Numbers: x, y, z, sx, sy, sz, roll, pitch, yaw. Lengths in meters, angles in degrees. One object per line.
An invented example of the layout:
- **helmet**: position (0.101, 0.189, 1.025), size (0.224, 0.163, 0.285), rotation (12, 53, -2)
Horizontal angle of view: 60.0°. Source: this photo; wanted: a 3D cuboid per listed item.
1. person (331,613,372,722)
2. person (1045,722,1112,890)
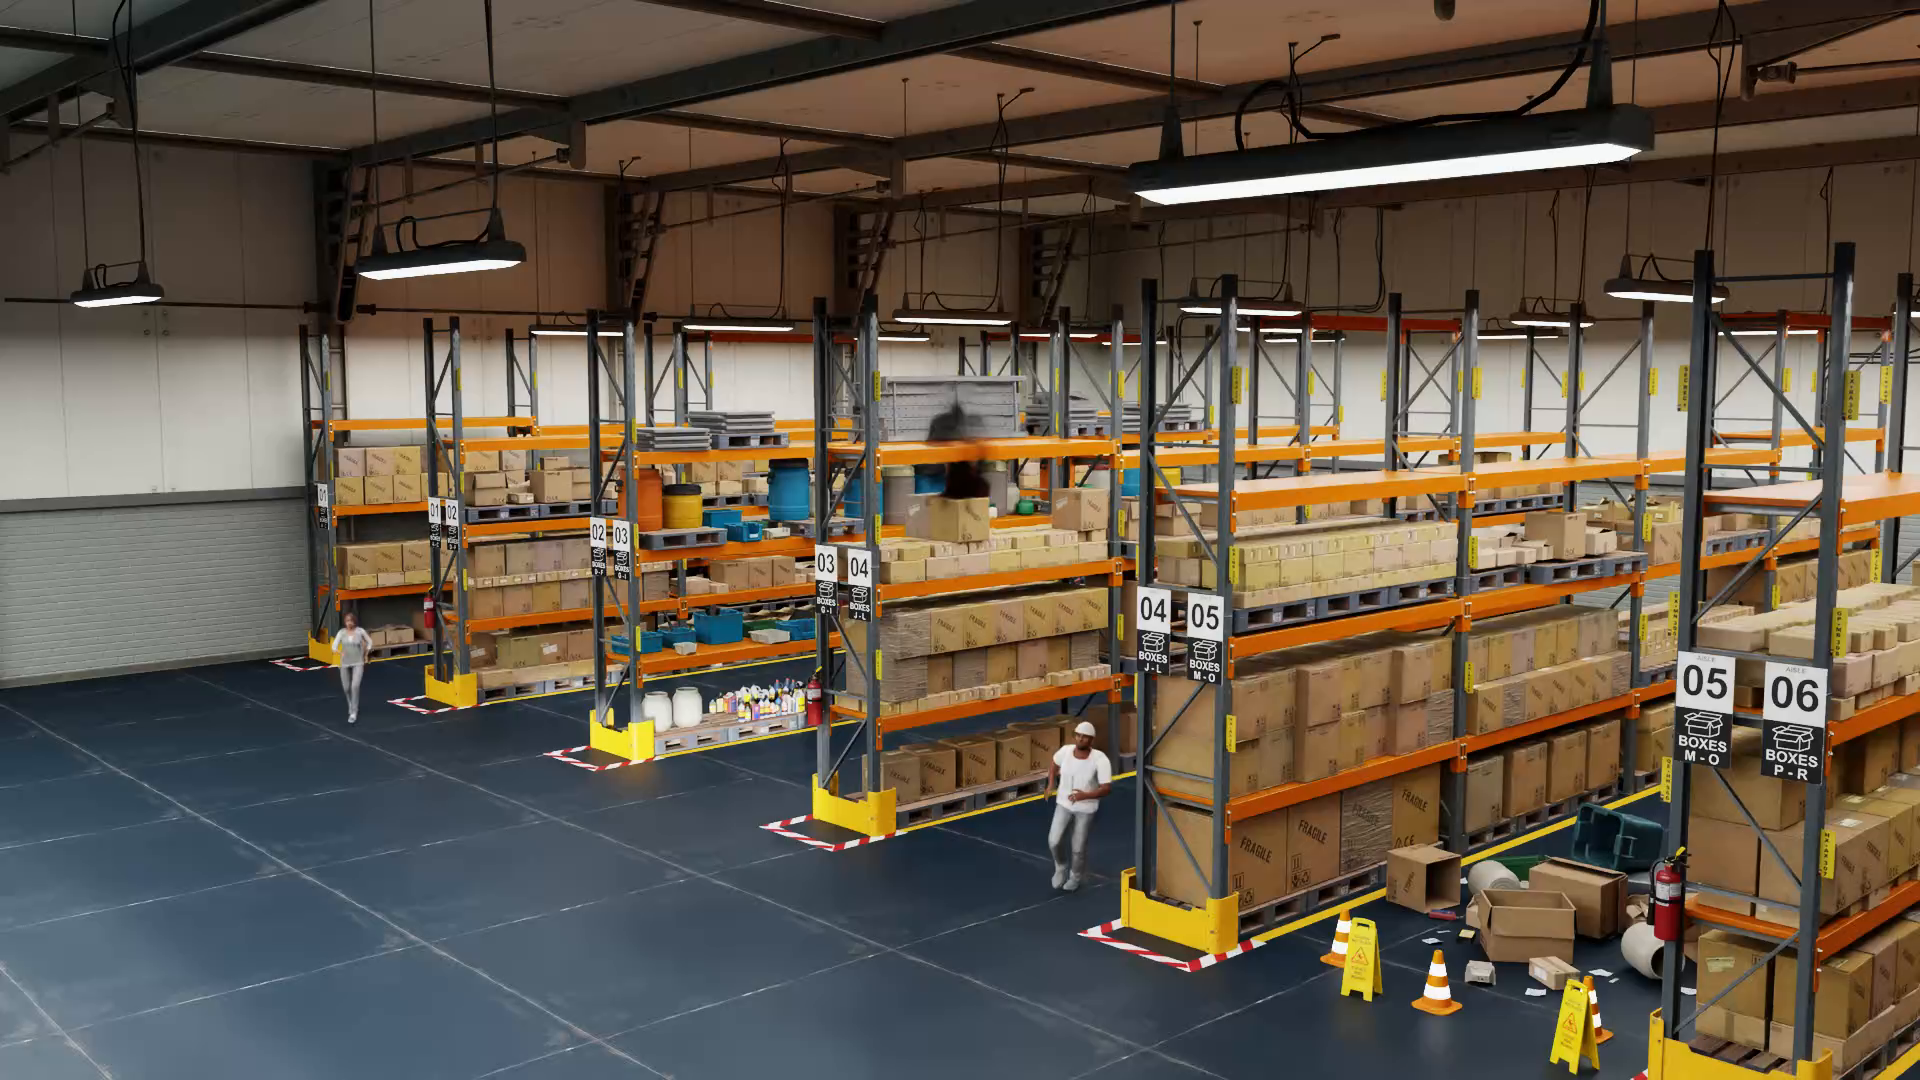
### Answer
- **person**: position (-9.033, 1.866, 24.707), size (0.556, 1.588, 0.791), rotation (-1, 6, -10)
- **person**: position (1.156, 2.645, 16.466), size (0.718, 1.721, 0.616), rotation (2, 6, 20)
